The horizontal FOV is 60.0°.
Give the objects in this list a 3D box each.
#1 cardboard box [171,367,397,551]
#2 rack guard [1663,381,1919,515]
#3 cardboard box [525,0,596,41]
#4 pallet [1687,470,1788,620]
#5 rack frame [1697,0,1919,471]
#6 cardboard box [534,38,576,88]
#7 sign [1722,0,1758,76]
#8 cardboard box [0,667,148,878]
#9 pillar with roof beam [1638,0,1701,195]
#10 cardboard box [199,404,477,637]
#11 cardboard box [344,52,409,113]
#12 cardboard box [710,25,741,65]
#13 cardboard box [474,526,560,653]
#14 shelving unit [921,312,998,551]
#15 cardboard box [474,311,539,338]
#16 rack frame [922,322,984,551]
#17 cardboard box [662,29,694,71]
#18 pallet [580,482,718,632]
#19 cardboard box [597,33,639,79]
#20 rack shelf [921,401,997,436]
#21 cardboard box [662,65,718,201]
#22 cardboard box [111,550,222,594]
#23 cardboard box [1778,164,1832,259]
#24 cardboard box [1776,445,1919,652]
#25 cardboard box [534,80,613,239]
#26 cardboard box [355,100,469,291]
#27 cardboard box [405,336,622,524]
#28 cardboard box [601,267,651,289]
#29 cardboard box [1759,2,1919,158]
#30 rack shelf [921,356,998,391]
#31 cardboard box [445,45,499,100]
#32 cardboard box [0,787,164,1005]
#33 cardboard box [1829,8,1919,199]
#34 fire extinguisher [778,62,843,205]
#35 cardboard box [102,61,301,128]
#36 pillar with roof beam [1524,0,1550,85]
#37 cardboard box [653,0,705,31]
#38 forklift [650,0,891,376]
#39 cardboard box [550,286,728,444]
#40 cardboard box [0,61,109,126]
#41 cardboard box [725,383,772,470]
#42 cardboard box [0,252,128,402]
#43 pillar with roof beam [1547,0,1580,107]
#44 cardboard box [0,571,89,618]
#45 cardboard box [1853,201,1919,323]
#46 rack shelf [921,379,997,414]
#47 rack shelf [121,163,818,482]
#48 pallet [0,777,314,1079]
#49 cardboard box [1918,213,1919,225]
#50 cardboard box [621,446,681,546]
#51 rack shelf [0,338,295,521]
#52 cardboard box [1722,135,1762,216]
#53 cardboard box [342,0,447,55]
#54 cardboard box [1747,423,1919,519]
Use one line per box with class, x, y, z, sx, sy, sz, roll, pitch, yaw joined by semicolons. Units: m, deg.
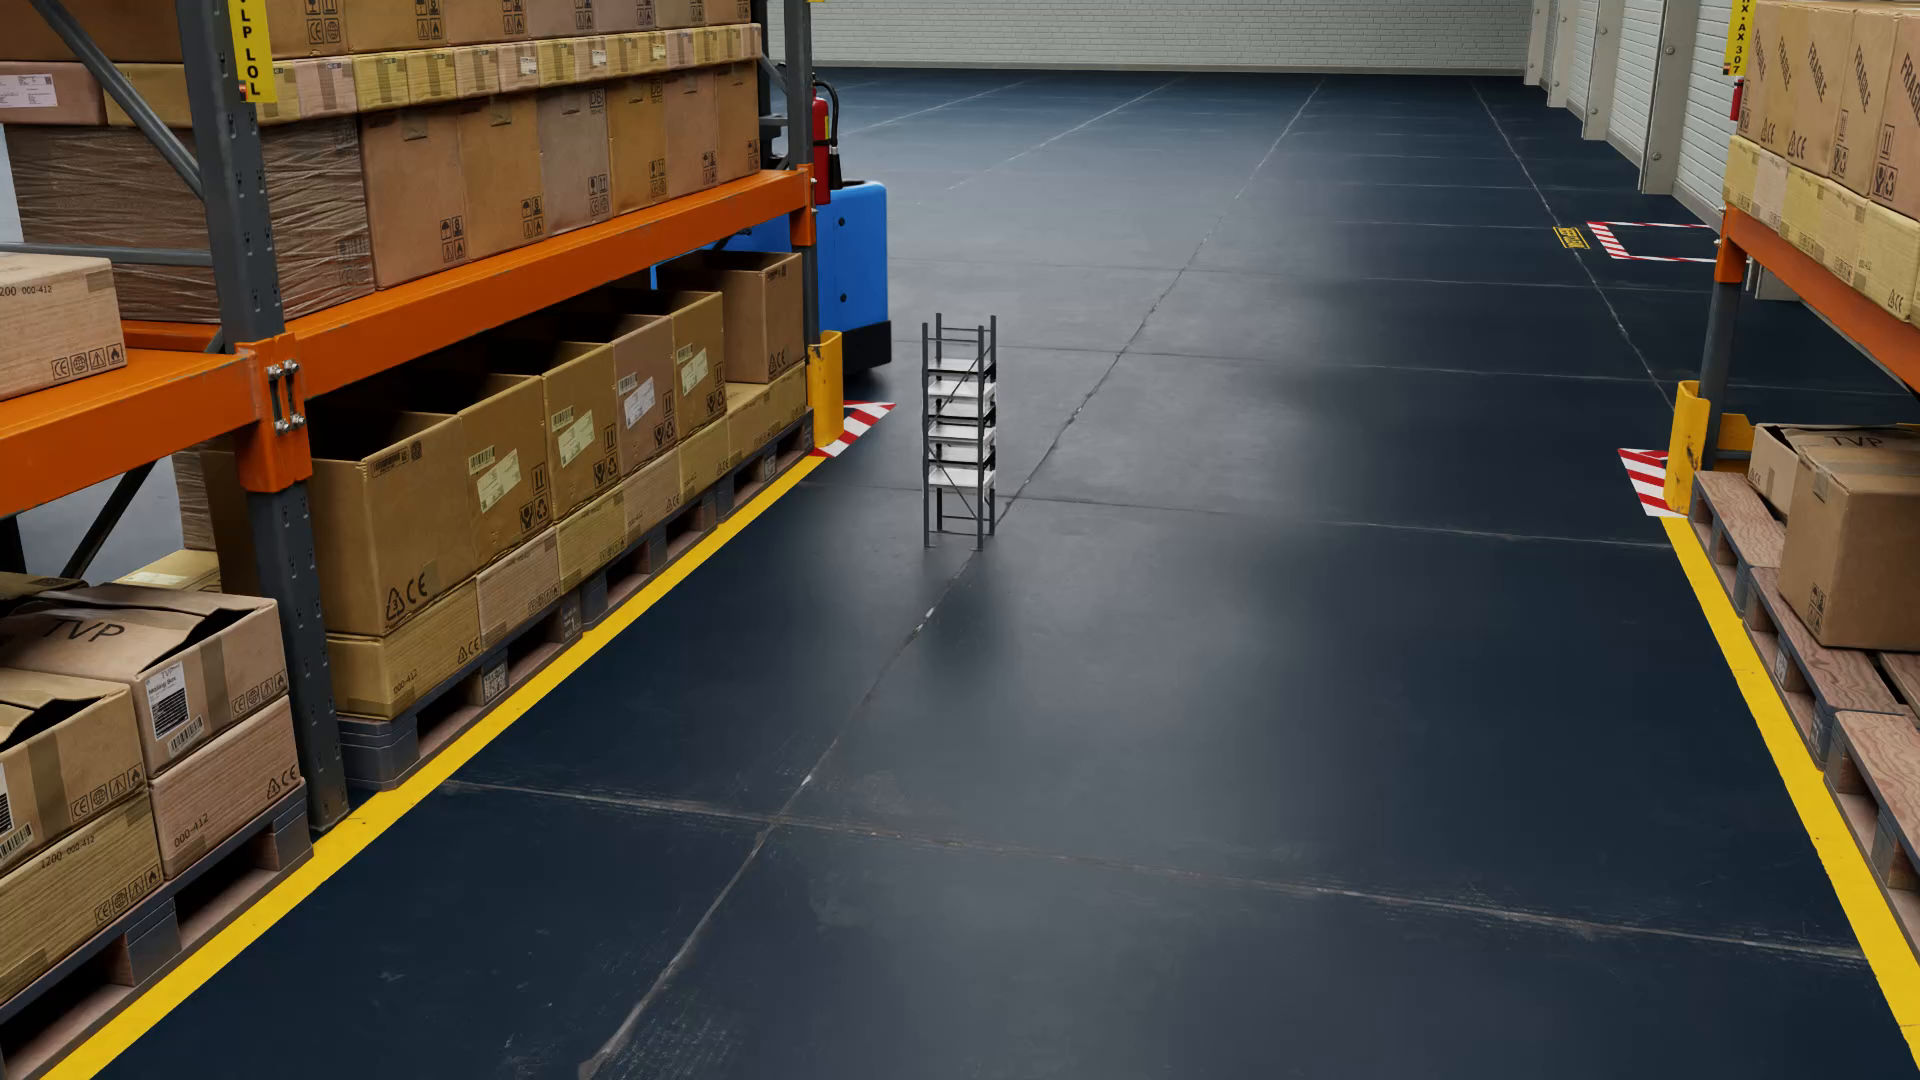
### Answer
cardboard box;-2.118;-0.267;5.273;0.500;0.500;0.500;5;19;13
rack guard;3.611;-0.353;6.948;1.175;0.500;0.348;5;19;13
cardboard box;-1.682;-1.969;5.649;0.700;0.500;0.500;5;19;13
pallet;3.378;0.035;6.257;1.003;0.211;1.213;5;19;13
rack frame;3.629;-1.560;6.614;1.000;3.000;0.127;5;19;13
cardboard box;-1.524;-1.605;5.588;0.380;0.149;0.250;4;19;13
sign;3.103;-2.012;6.599;0.100;0.325;0.005;5;19;13
cardboard box;-2.094;0.454;3.454;0.500;0.311;0.500;5;20;15
pillar with roof beam;3.055;-8.212;16.809;9.100;9.000;0.400;5;19;13
cardboard box;-1.736;-0.069;4.694;0.500;0.500;0.500;5;19;13
cardboard box;-1.776;-1.279;4.634;0.380;0.149;0.250;4;19;12
cardboard box;-1.146;-2.087;6.999;0.380;0.149;0.250;5;20;15
cardboard box;-1.618;0.129;5.275;0.500;0.250;0.500;5;19;13
shelving unit;-0.002;-0.423;6.535;0.258;0.900;0.210;5;19;13
cardboard box;-1.891;-0.582;6.194;0.500;0.500;0.500;5;19;13
rack frame;-0.027;-0.391;6.441;0.240;0.900;0.006;5;19;13
cardboard box;-1.272;-1.928;6.534;0.380;0.149;0.250;5;19;14
pallet;-1.621;-0.006;6.379;1.003;0.211;1.213;5;19;13
cardboard box;-1.399;-1.763;6.051;0.380;0.149;0.250;5;20;15
rack shelf;-0.002;-0.477;6.516;0.258;0.077;0.200;5;19;13
cardboard box;-1.425;-1.687;6.831;0.700;0.500;0.500;5;20;15
cardboard box;-2.251;0.244;4.938;0.500;0.250;0.500;5;19;13
cardboard box;2.959;-1.047;5.314;0.500;0.250;0.500;4;19;13
cardboard box;3.006;0.029;5.148;0.700;0.500;0.500;3;19;10
cardboard box;-1.677;-1.366;5.893;0.700;0.500;0.500;5;20;15
cardboard box;-1.928;-1.049;4.963;0.700;0.500;0.500;4;19;13
cardboard box;-1.491;-0.383;5.611;0.500;0.500;0.500;5;19;13
cardboard box;-1.642;-0.895;7.111;0.500;0.500;0.500;5;19;13
cardboard box;3.091;-1.573;5.694;0.500;0.500;0.500;5;19;14
rack shelf;-0.002;-0.647;6.458;0.258;0.077;0.200;5;19;13
cardboard box;-1.650;-1.440;5.104;0.380;0.149;0.250;4;19;12
cardboard box;-2.098;0.718;3.550;0.500;0.250;0.500;4;19;13
cardboard box;2.844;-1.249;4.745;0.500;0.500;0.500;5;20;15
fire extinguisher;-0.696;-1.914;7.769;0.296;0.674;0.183;5;19;13
cardboard box;-1.899;-1.119;4.166;0.380;0.149;0.250;5;19;13
pillar with roof beam;7.452;-13.854;33.326;9.100;9.000;0.400;5;19;13
cardboard box;-1.438;-2.284;6.572;0.700;0.500;0.500;4;19;12
forklift;-1.878;-2.494;9.456;3.031;2.935;1.130;13;23;34
cardboard box;-1.248;-0.696;6.529;0.500;0.500;0.500;5;19;13
cardboard box;-2.294;-1.153;4.263;0.380;0.149;0.250;5;19;13
cardboard box;-1.130;-0.498;7.110;0.500;0.250;0.500;5;19;13
cardboard box;-2.230;-0.467;3.647;0.500;0.250;0.500;6;20;17
pillar with roof beam;5.986;-11.973;27.820;9.100;9.000;0.400;5;19;13
cardboard box;-2.495;0.251;4.049;0.500;0.311;0.500;5;19;14
cardboard box;2.712;-0.731;4.389;0.500;0.250;0.500;5;19;13
rack shelf;-0.002;-0.562;6.487;0.258;0.077;0.200;5;19;13
rack shelf;-1.664;-0.983;6.037;1.077;0.370;4.000;5;19;13
pallet;-2.295;0.857;3.851;1.003;0.211;1.213;5;19;13
cardboard box;2.584;-0.929;3.808;0.500;0.500;0.500;5;19;13
cardboard box;-1.374;-0.185;6.193;0.500;0.250;0.500;5;19;13
rack shelf;-2.641;0.271;2.366;1.077;0.370;4.000;5;19;13
cardboard box;3.202;-1.370;6.260;0.500;0.250;0.500;4;19;12
cardboard box;-1.928;-1.655;4.732;0.700;0.500;0.500;5;19;13
cardboard box;3.373;-0.286;6.363;0.500;0.311;0.500;2;19;7
